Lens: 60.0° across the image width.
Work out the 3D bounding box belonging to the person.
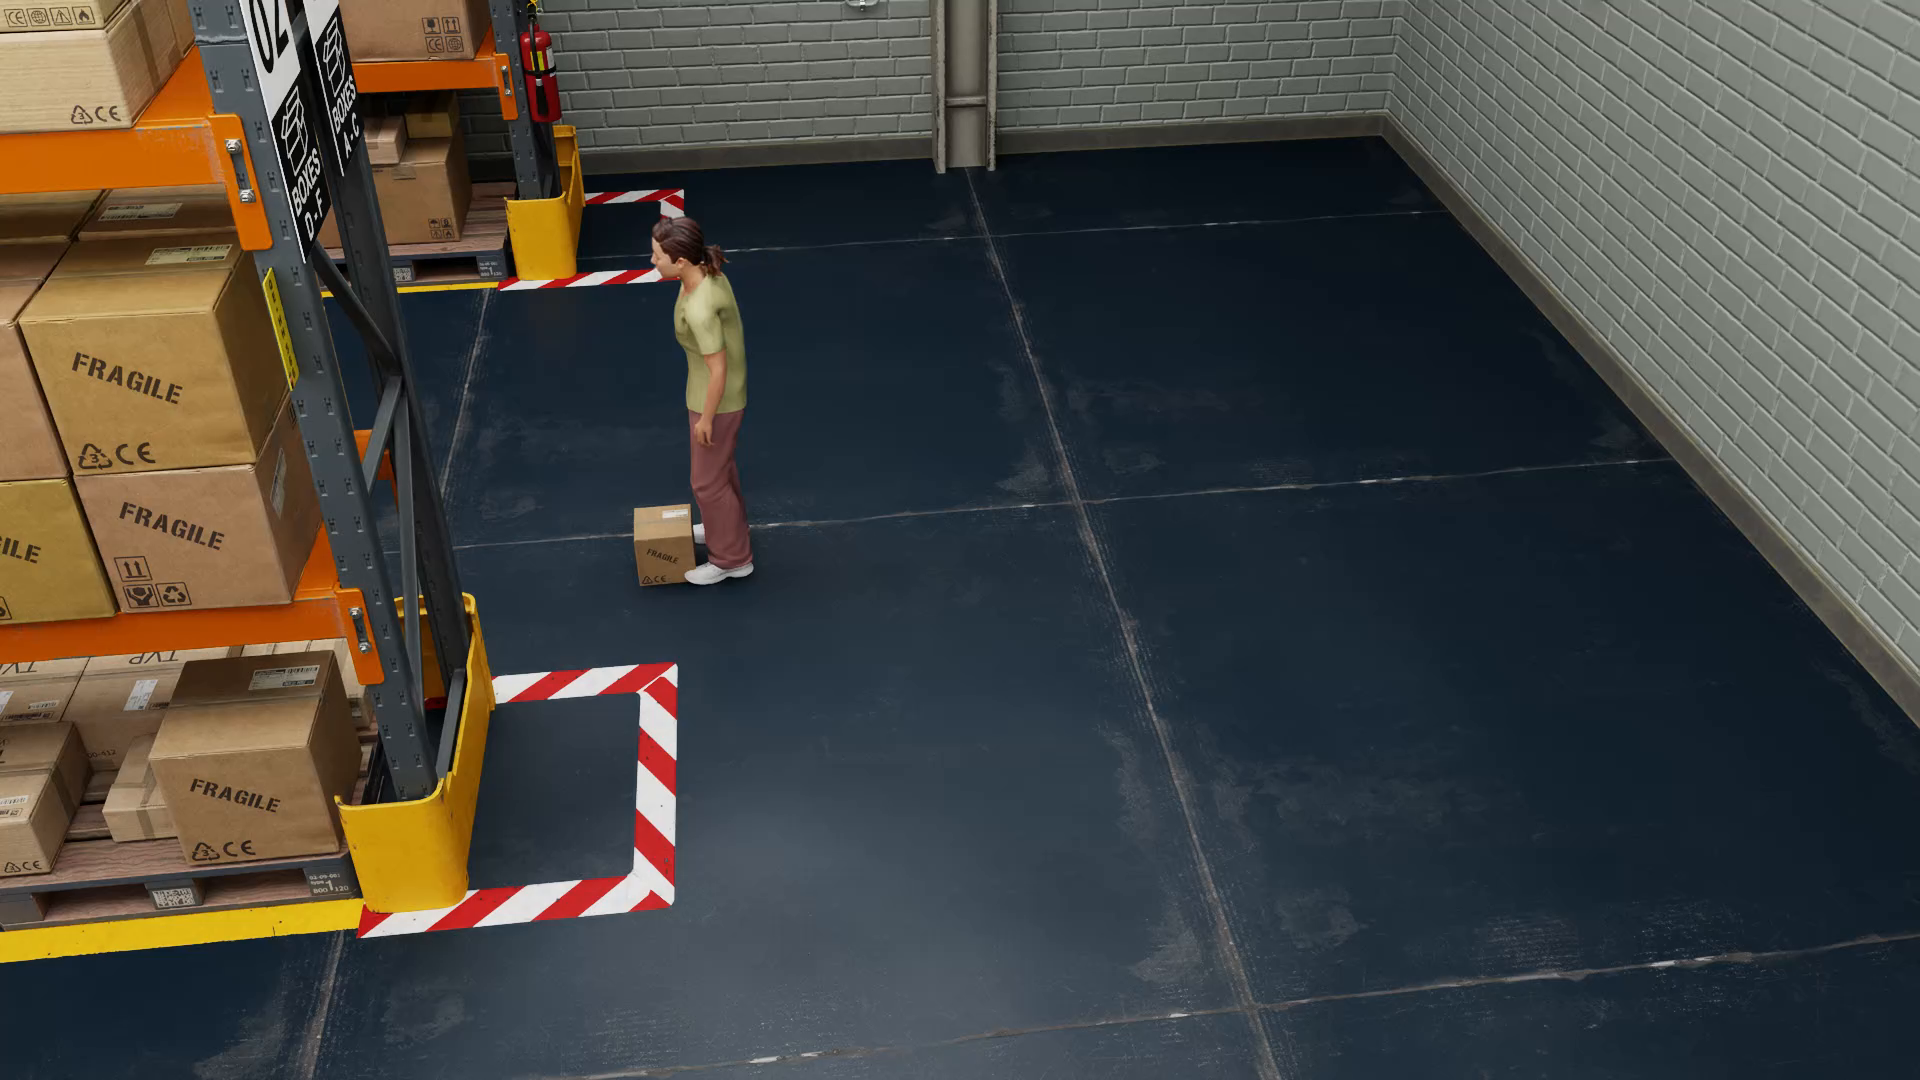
[{"bbox_3d":[-1.061,-0.587,6.986,0.356,1.673,0.499,-4,35,-6],"label":"person"}]
